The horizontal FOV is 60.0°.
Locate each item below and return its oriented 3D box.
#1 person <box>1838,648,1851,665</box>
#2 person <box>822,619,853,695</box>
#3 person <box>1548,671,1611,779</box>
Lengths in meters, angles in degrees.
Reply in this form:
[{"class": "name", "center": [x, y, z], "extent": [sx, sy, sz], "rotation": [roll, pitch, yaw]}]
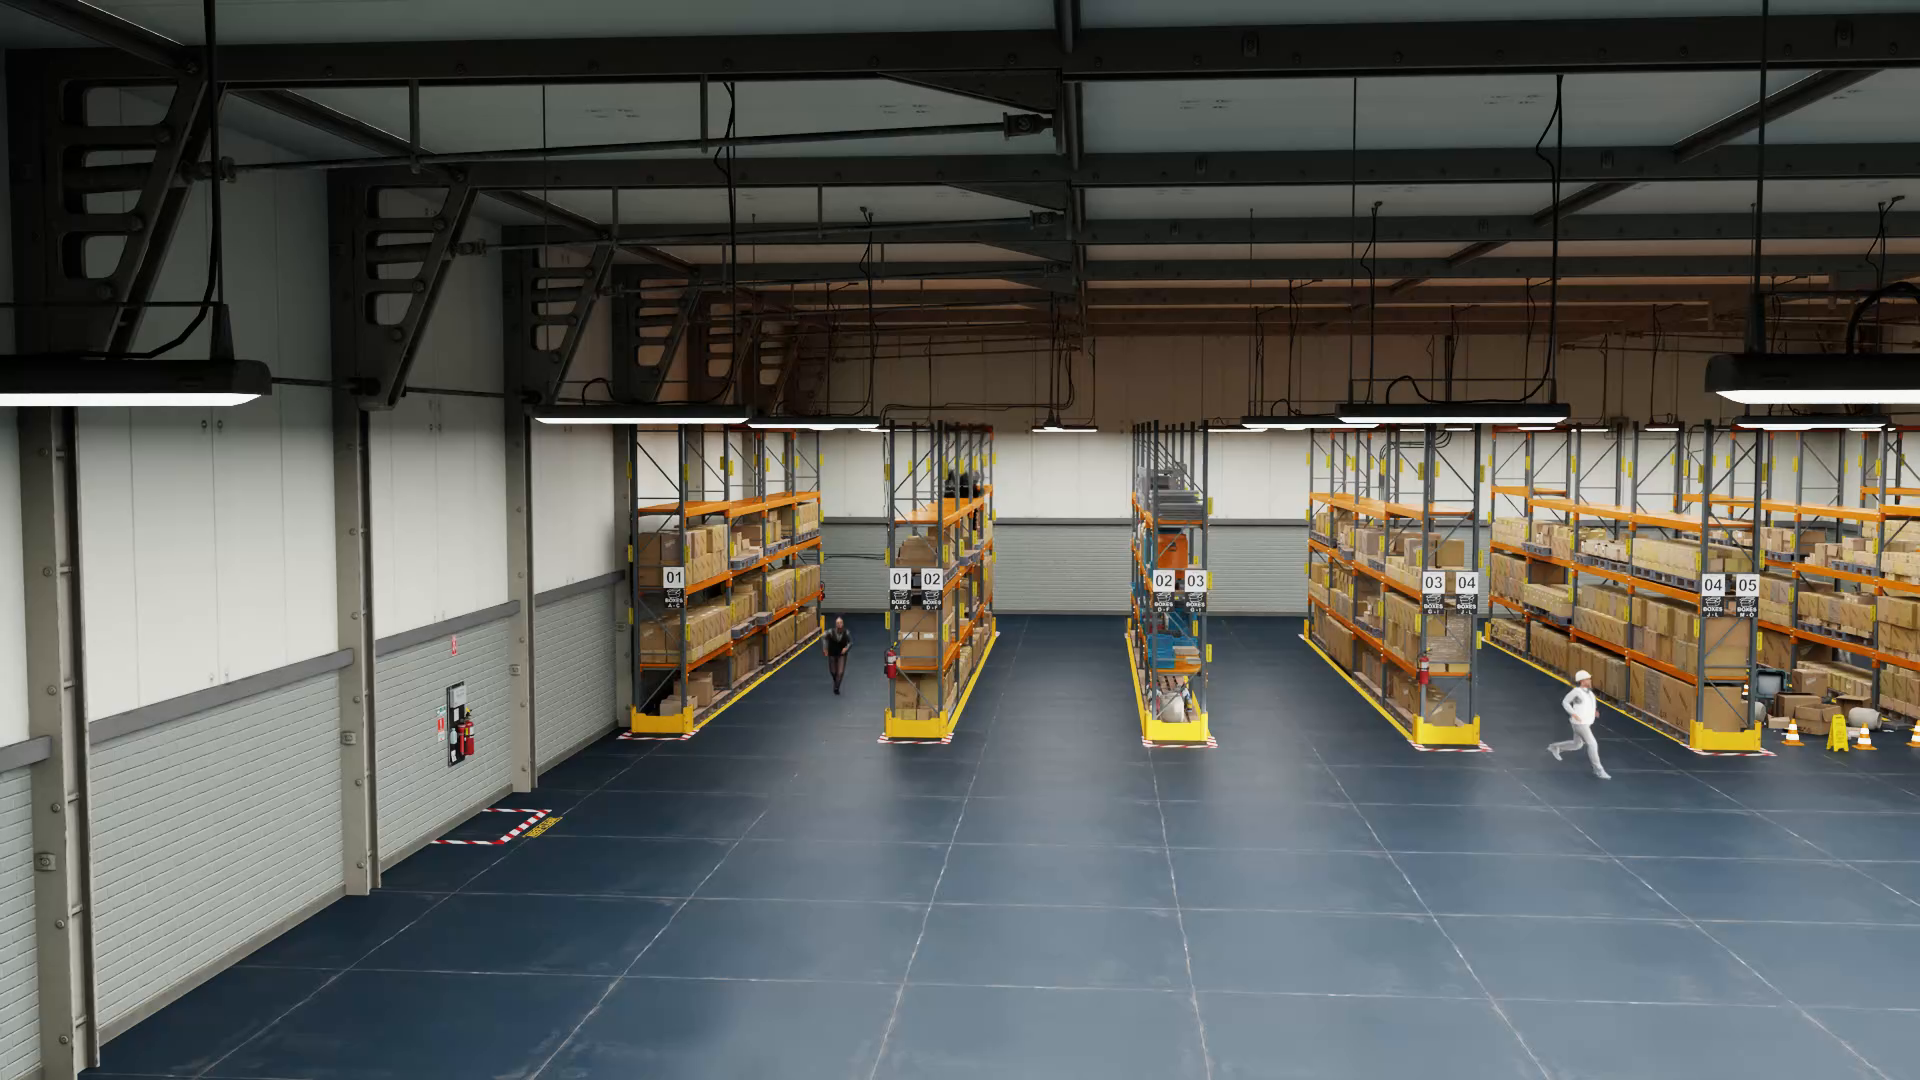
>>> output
[{"class": "person", "center": [21.540, 2.323, 40.528], "extent": [0.625, 1.658, 0.591], "rotation": [0, 4, 3]}, {"class": "person", "center": [-2.715, 2.610, 36.859], "extent": [0.691, 1.610, 0.691], "rotation": [0, 4, -6]}, {"class": "person", "center": [10.456, 3.087, 28.033], "extent": [1.105, 1.787, 0.628], "rotation": [3, 5, 38]}]
